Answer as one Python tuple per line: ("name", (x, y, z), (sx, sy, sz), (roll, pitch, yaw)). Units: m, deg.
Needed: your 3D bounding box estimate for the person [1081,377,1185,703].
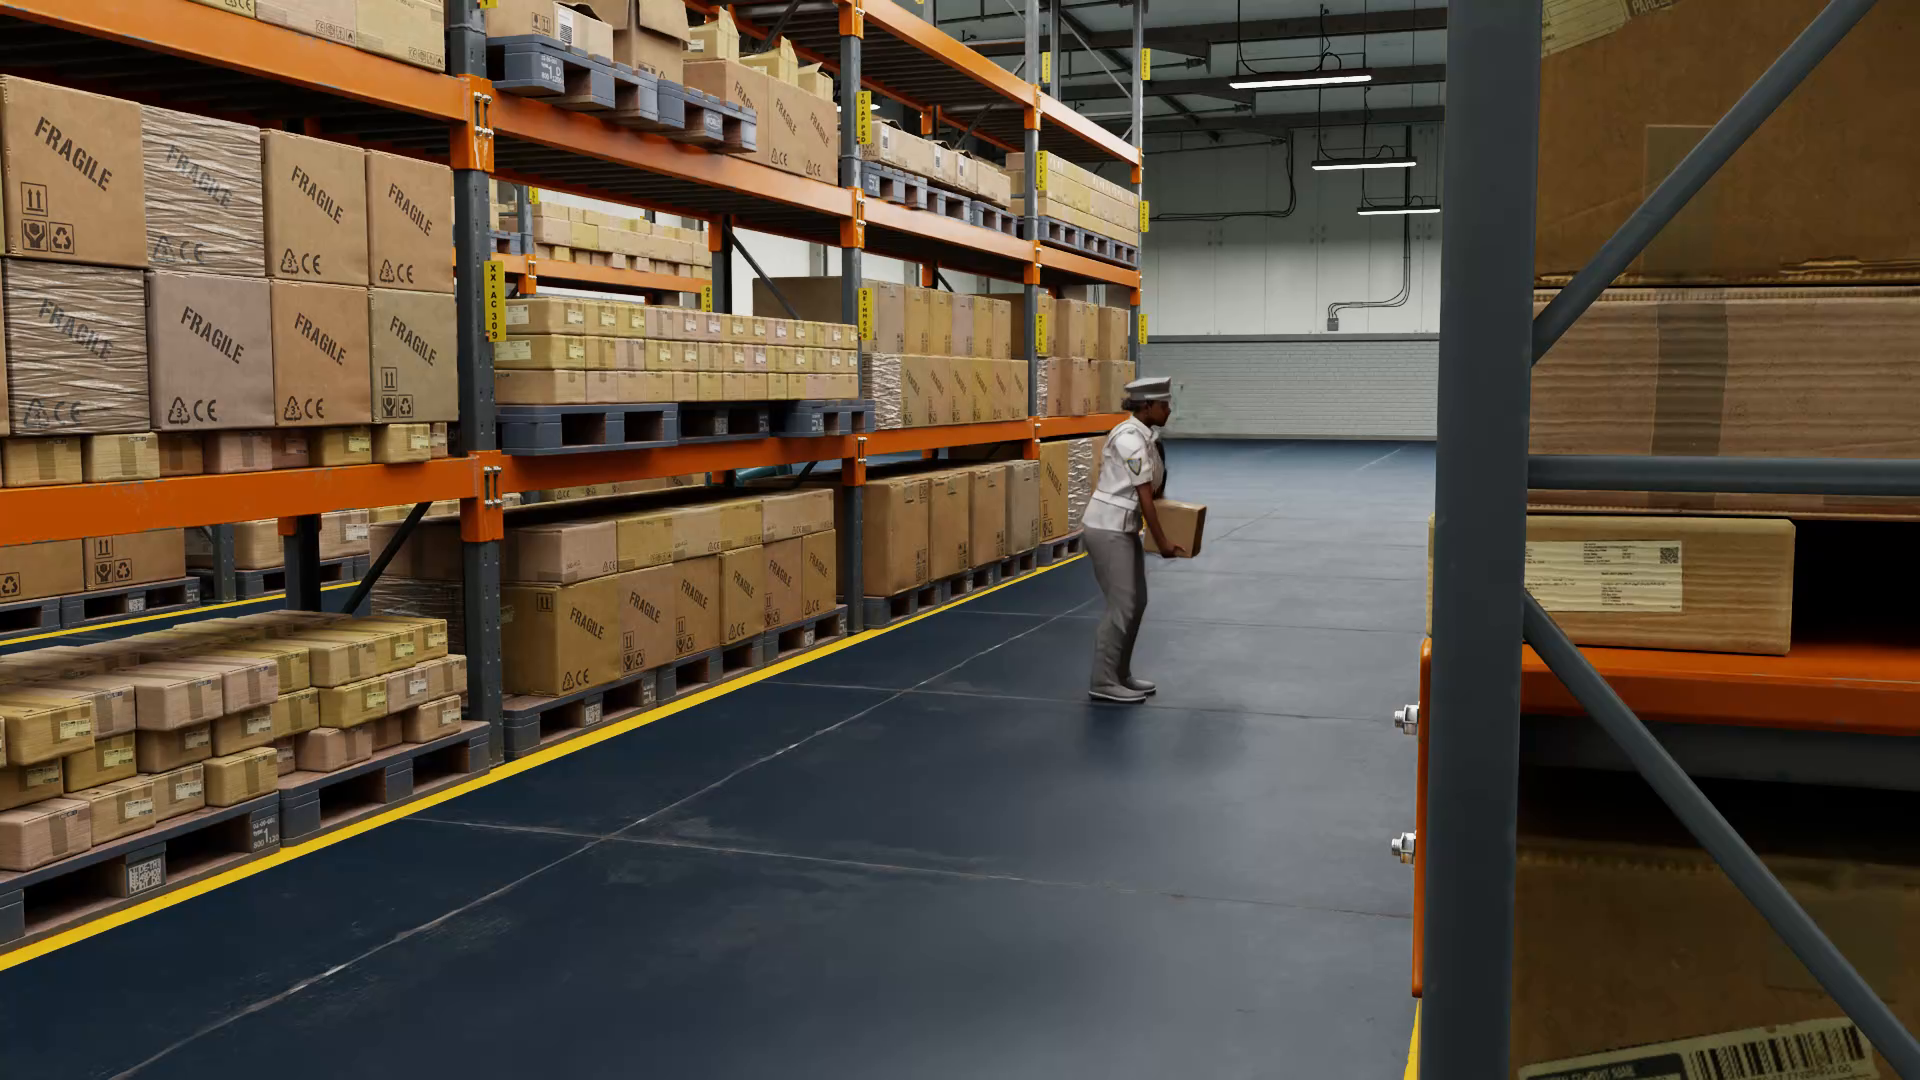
("person", (0.902, -0.008, 8.486), (0.552, 1.645, 0.415), (2, 6, 18))
